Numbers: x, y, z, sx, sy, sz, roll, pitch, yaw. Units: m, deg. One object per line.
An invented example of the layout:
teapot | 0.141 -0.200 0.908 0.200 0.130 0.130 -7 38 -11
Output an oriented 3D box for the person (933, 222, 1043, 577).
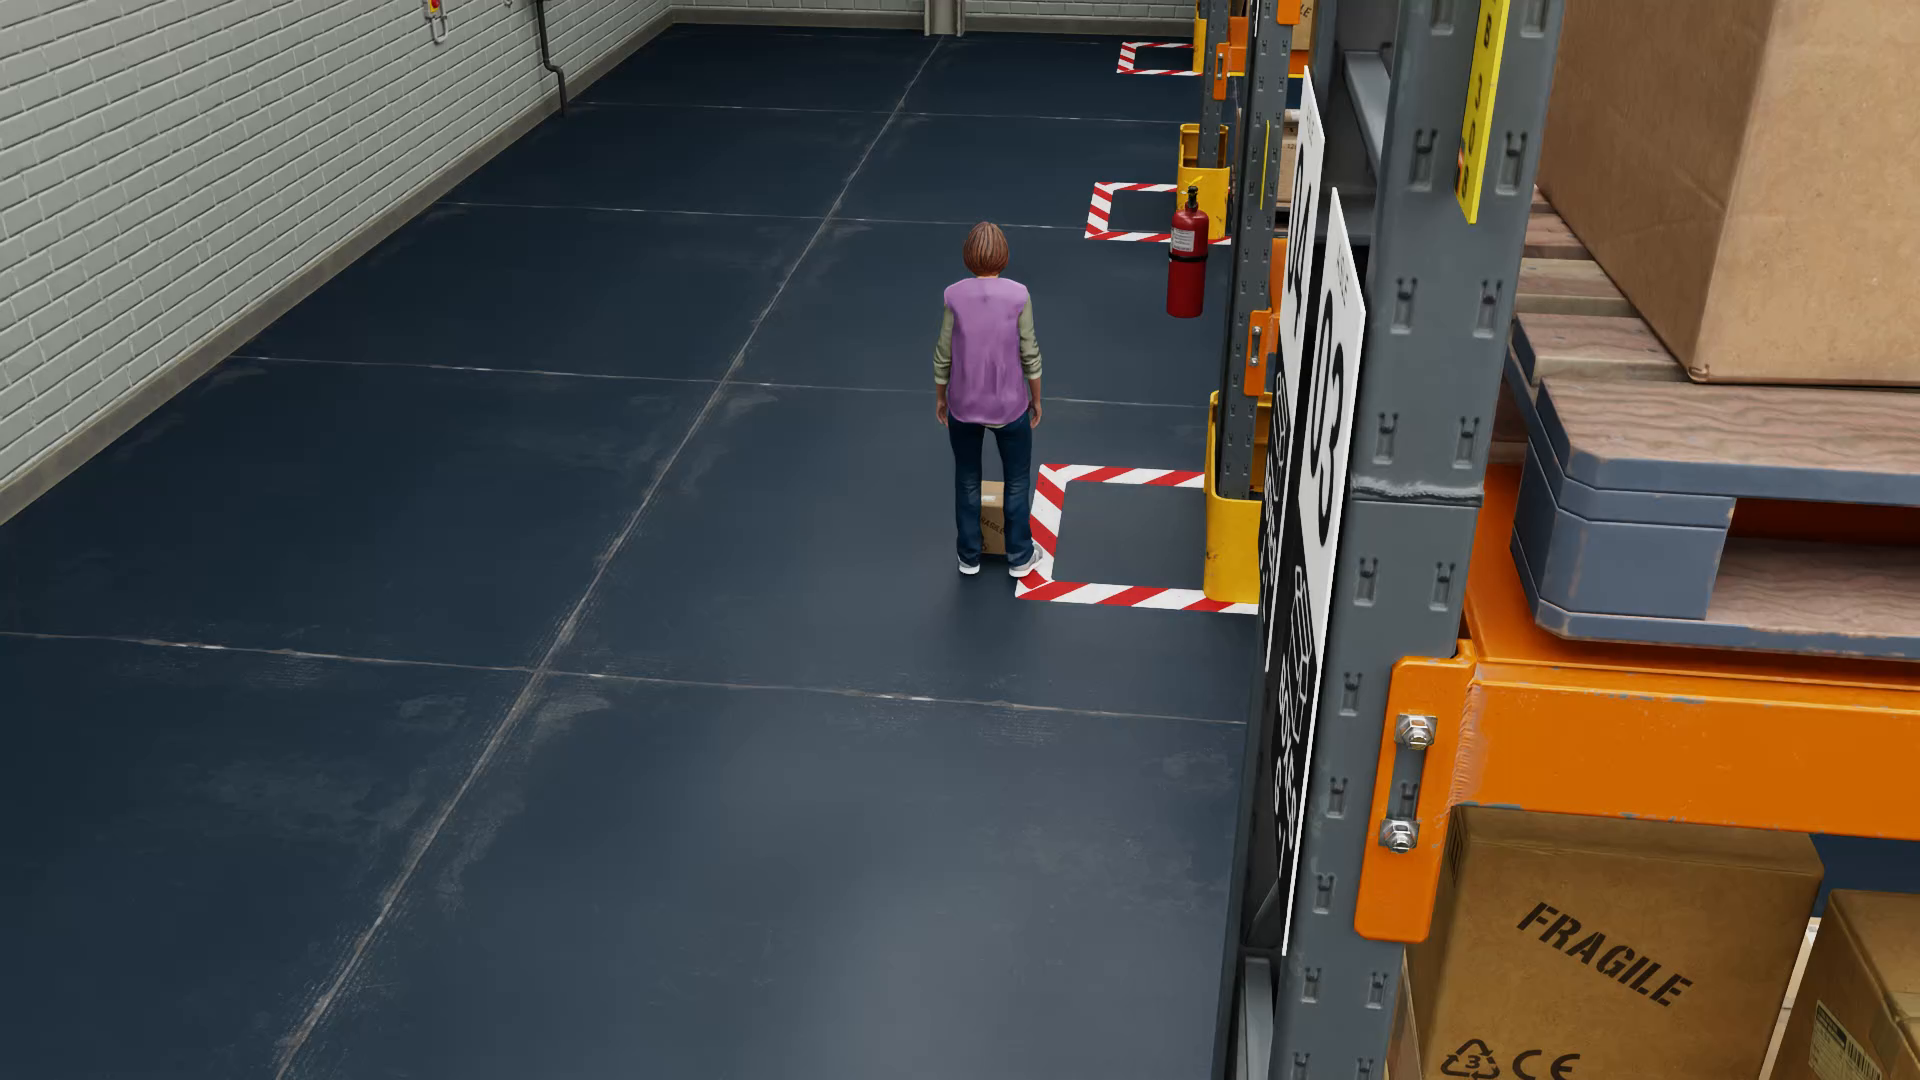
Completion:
person | 0.128 -0.575 7.182 0.485 1.593 0.342 4 29 6
